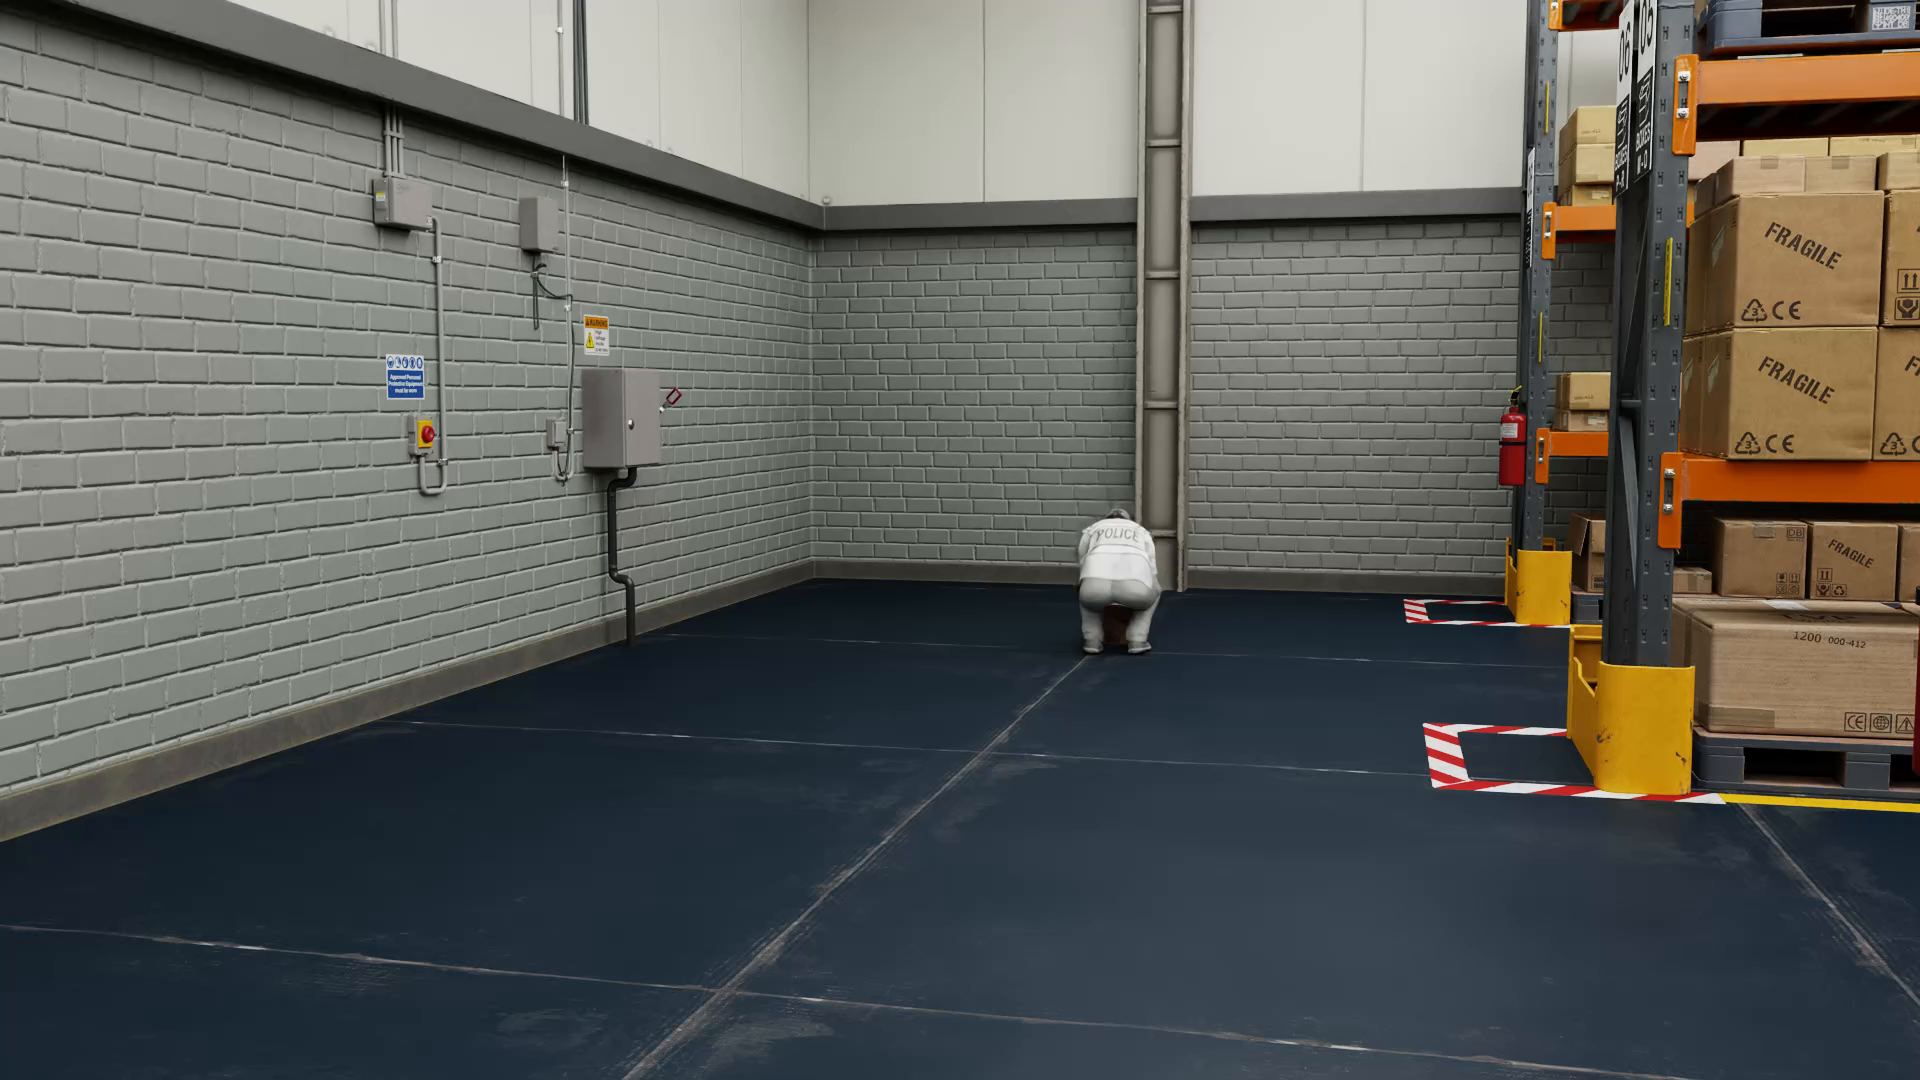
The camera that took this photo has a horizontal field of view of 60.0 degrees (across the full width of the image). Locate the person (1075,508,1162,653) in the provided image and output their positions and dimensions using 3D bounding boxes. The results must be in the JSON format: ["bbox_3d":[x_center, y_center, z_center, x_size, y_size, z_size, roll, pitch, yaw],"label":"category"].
[{"bbox_3d":[0.962,0.252,10.140,0.515,0.850,0.841,1,5,14],"label":"person"}]
